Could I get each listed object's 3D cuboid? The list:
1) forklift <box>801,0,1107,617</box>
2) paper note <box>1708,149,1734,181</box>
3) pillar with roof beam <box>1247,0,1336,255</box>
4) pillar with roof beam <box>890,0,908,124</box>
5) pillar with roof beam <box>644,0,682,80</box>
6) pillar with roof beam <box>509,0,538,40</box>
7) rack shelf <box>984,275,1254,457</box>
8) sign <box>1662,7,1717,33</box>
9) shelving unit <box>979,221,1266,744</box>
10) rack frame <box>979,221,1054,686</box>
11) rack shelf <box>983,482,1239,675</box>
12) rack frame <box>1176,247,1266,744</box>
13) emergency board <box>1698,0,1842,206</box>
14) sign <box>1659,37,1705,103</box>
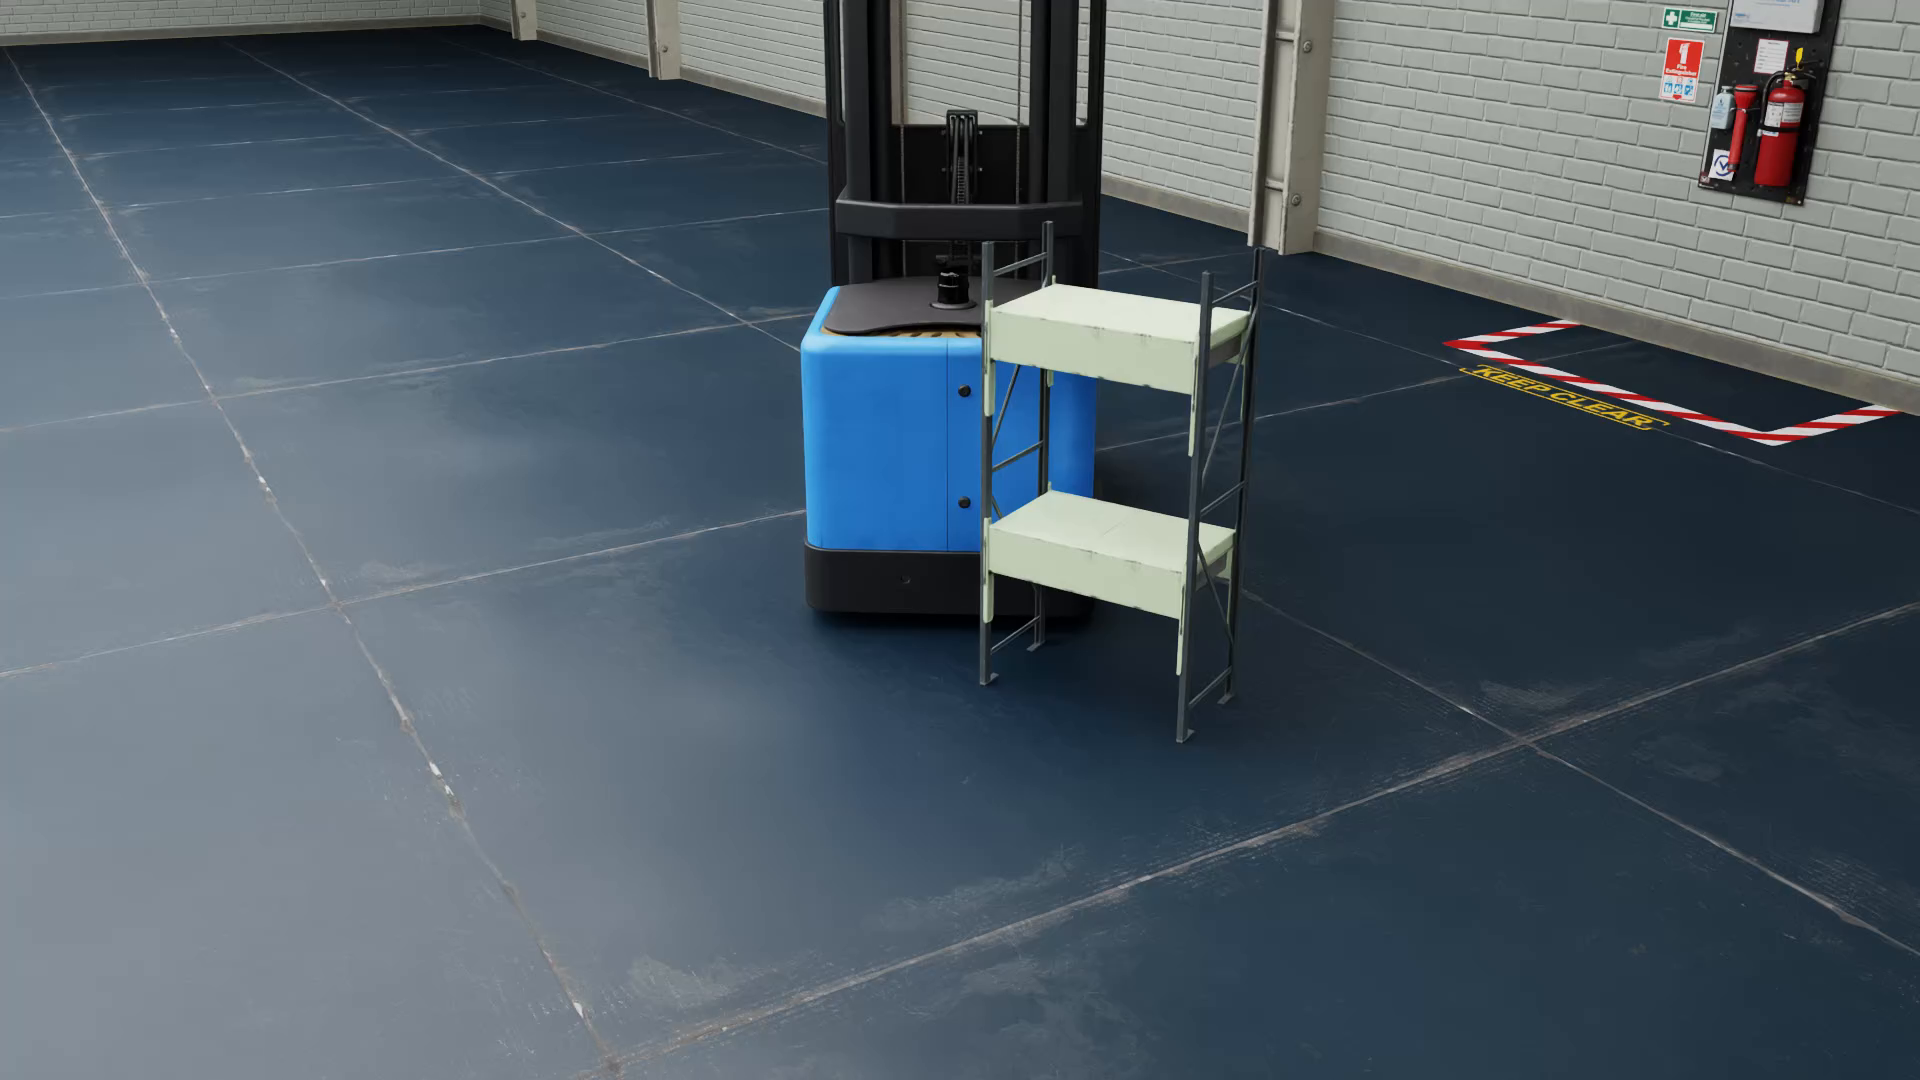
[{"bbox_3d":[0.031,-1.593,6.839,1.130,2.935,3.031,1,22,3],"label":"forklift"},{"bbox_3d":[4.122,-2.027,8.984,0.016,0.148,0.142,-13,25,-28],"label":"paper note"},{"bbox_3d":[-1.383,-5.450,8.270,9.100,9.000,0.400,-13,25,-28],"label":"pillar with roof beam"},{"bbox_3d":[-4.448,-7.393,13.049,9.100,9.000,0.400,-13,25,-28],"label":"pillar with roof beam"},{"bbox_3d":[-7.513,-9.335,17.827,9.100,9.000,0.400,-13,25,-28],"label":"pillar with roof beam"},{"bbox_3d":[-10.578,-11.277,22.606,9.100,9.000,0.400,-13,25,-28],"label":"pillar with roof beam"},{"bbox_3d":[0.491,-0.554,5.146,0.720,0.370,0.431,14,26,30],"label":"rack shelf"},{"bbox_3d":[3.954,-2.822,9.019,0.001,0.109,0.331,-13,25,-28],"label":"sign"},{"bbox_3d":[0.491,-0.192,5.293,0.755,1.500,0.431,14,26,30],"label":"shelving unit"},{"bbox_3d":[0.184,-0.267,5.477,0.023,1.500,0.400,14,26,30],"label":"rack frame"},{"bbox_3d":[0.491,0.110,5.416,0.720,0.370,0.431,14,26,30],"label":"rack shelf"},{"bbox_3d":[0.798,-0.117,5.109,0.023,1.500,0.400,14,26,30],"label":"rack frame"},{"bbox_3d":[4.153,-2.364,8.645,0.194,1.169,0.643,-13,25,-28],"label":"emergency board"},{"bbox_3d":[3.960,-2.580,9.127,0.001,0.329,0.234,-13,25,-28],"label":"sign"}]
